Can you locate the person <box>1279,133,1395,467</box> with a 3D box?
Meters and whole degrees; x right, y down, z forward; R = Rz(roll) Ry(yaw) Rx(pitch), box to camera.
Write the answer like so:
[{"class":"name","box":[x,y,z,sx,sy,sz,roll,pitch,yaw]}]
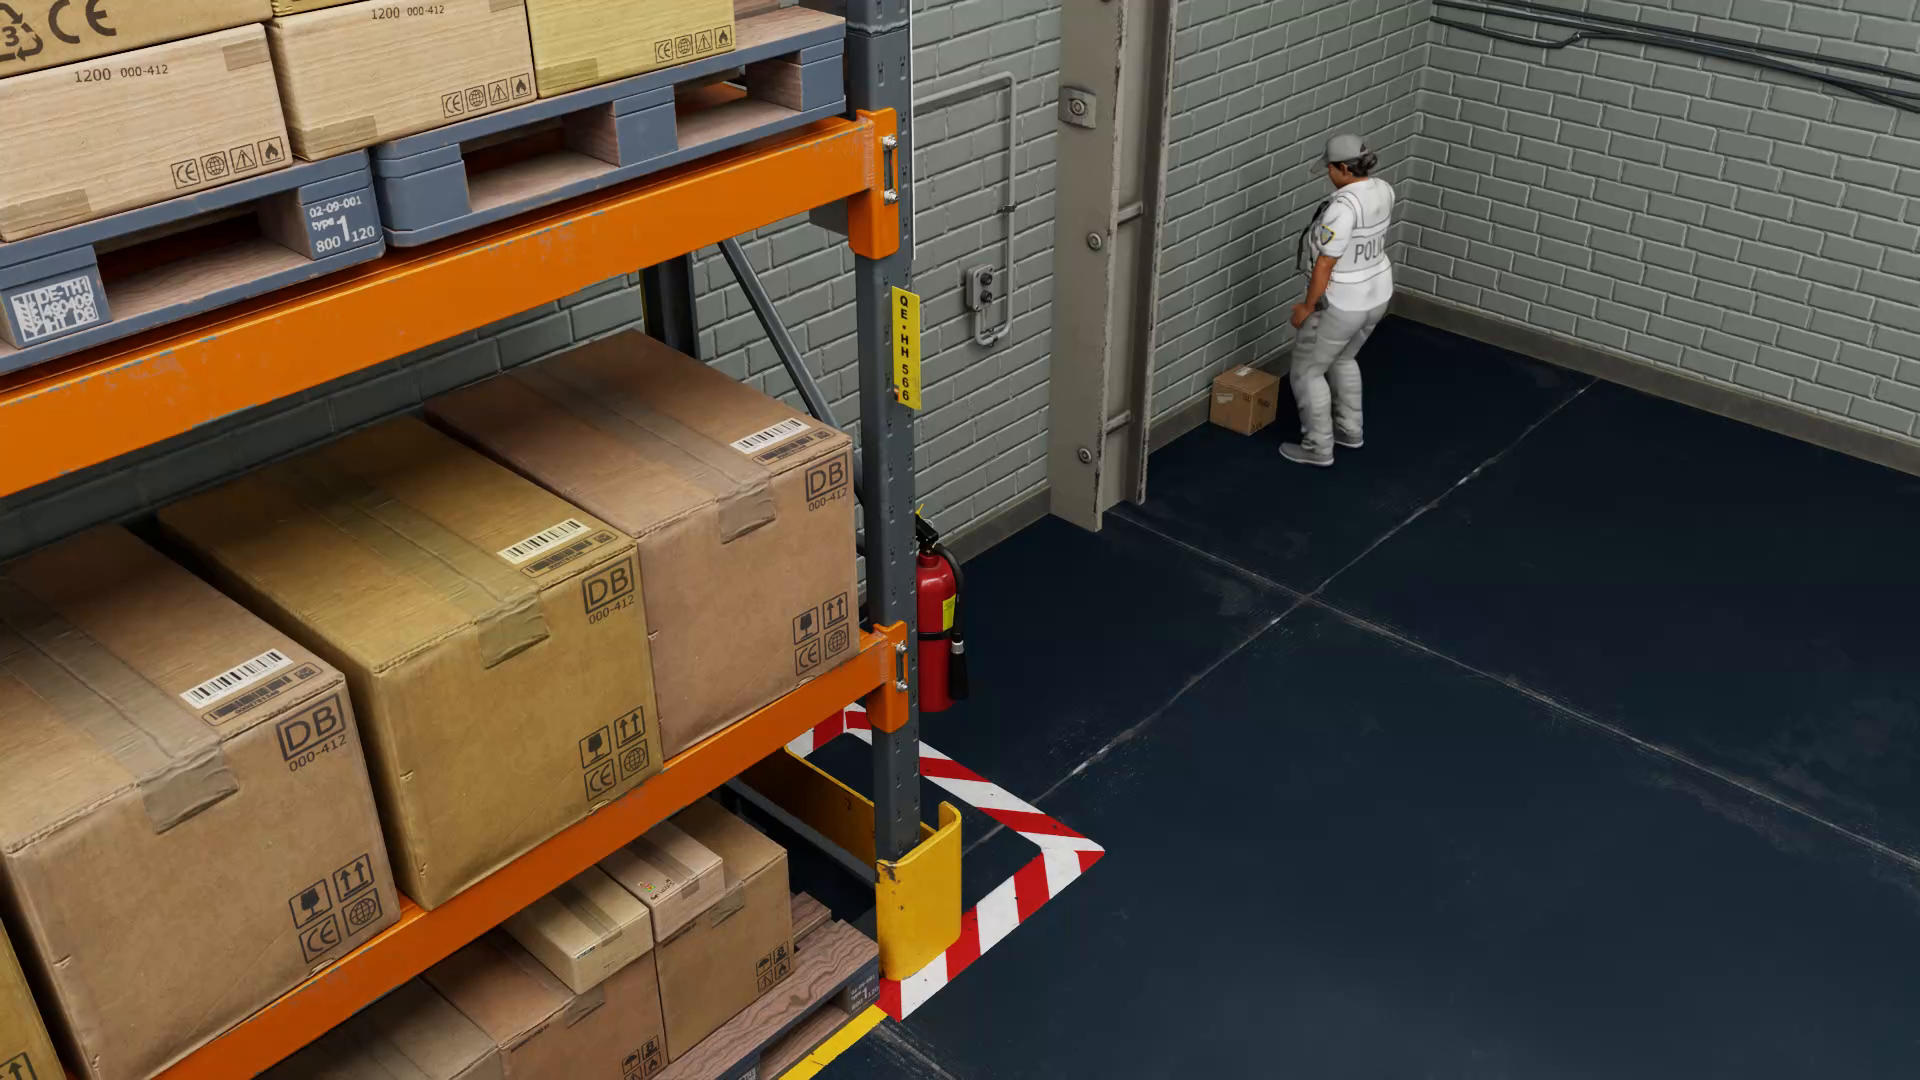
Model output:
[{"class":"person","box":[1.825,-1.142,8.030,0.428,1.645,0.483,26,40,36]}]
